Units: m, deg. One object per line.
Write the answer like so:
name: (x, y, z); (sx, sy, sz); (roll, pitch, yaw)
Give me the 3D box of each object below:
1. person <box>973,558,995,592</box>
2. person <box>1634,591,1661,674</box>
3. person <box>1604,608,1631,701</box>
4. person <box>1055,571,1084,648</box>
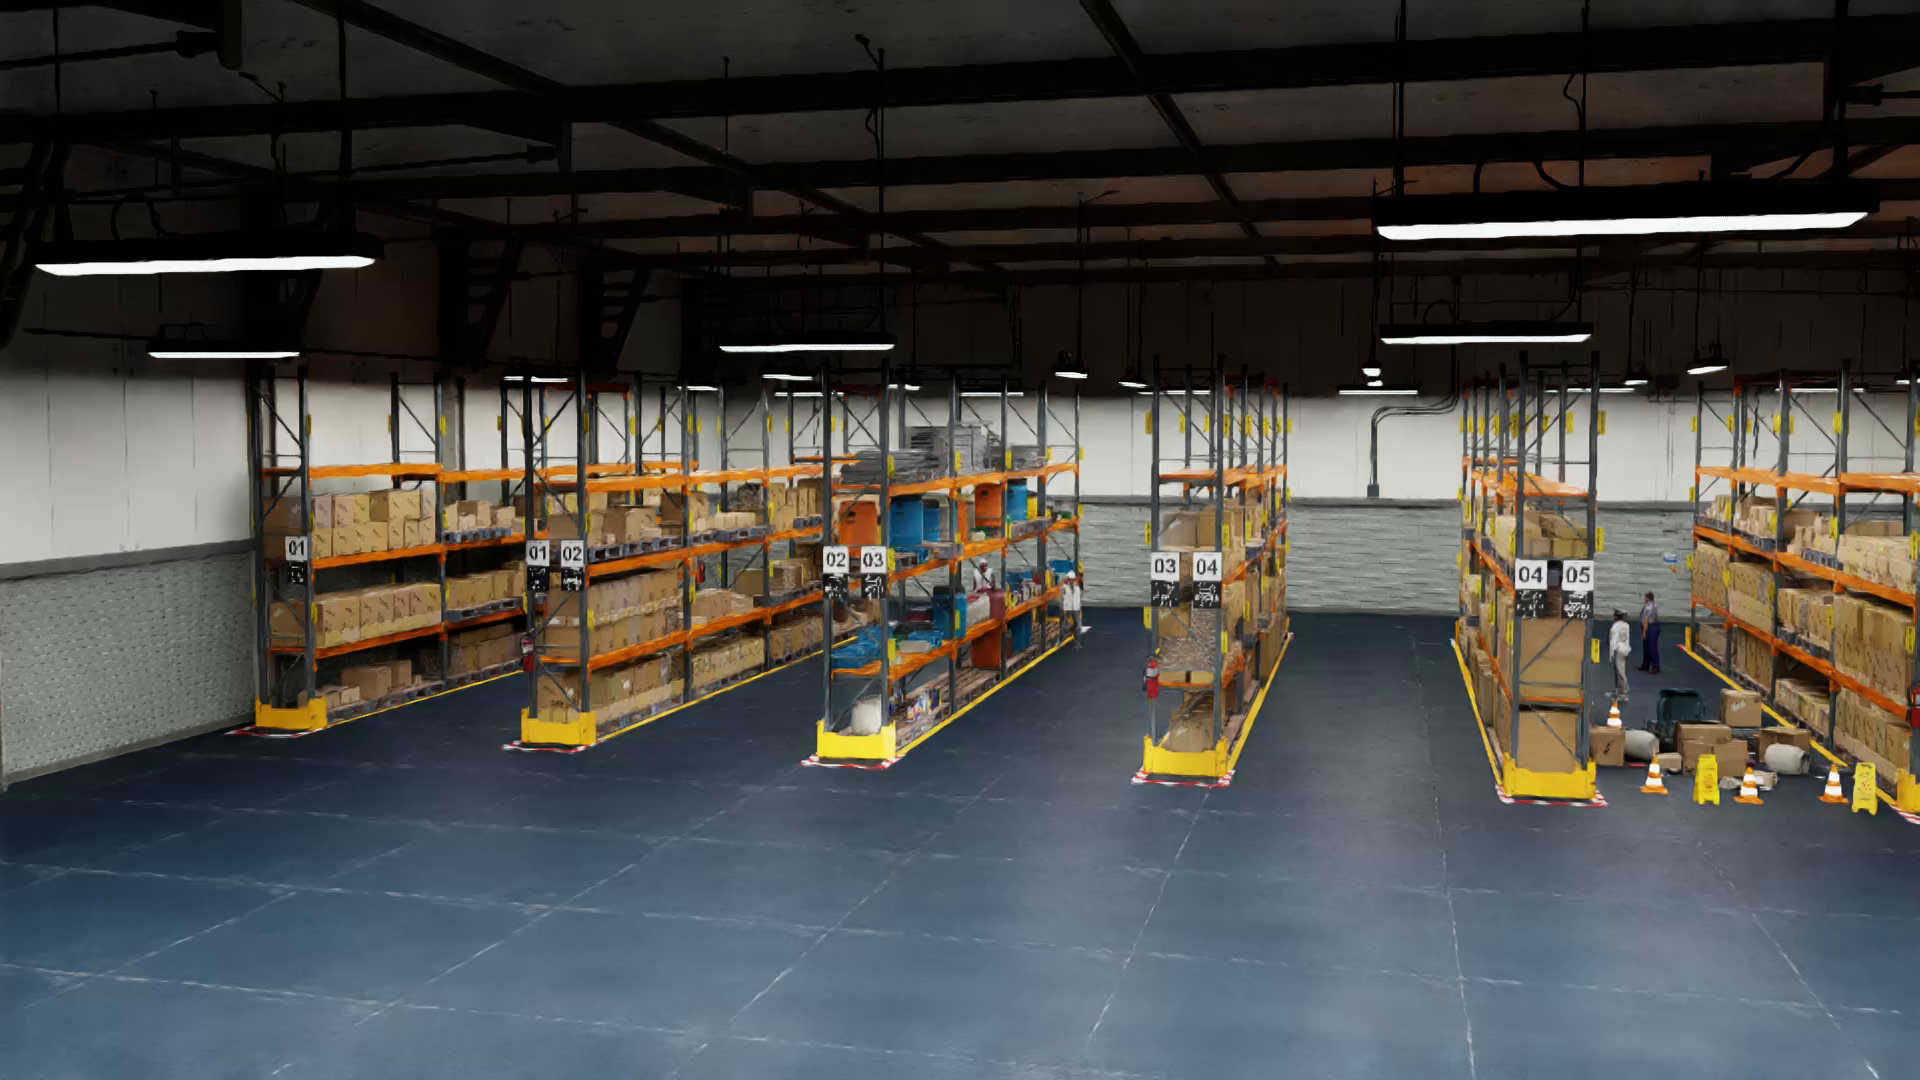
person: (0.580, 1.283, 41.404); (0.562, 1.704, 1.122); (1, 4, 16)
person: (13.932, 1.856, 33.673); (0.559, 1.619, 0.617); (3, 5, 33)
person: (11.978, 2.067, 30.278); (0.572, 1.667, 0.542); (-4, 6, -45)
person: (2.467, 1.552, 37.512); (0.578, 1.738, 0.701); (-1, 4, -17)
